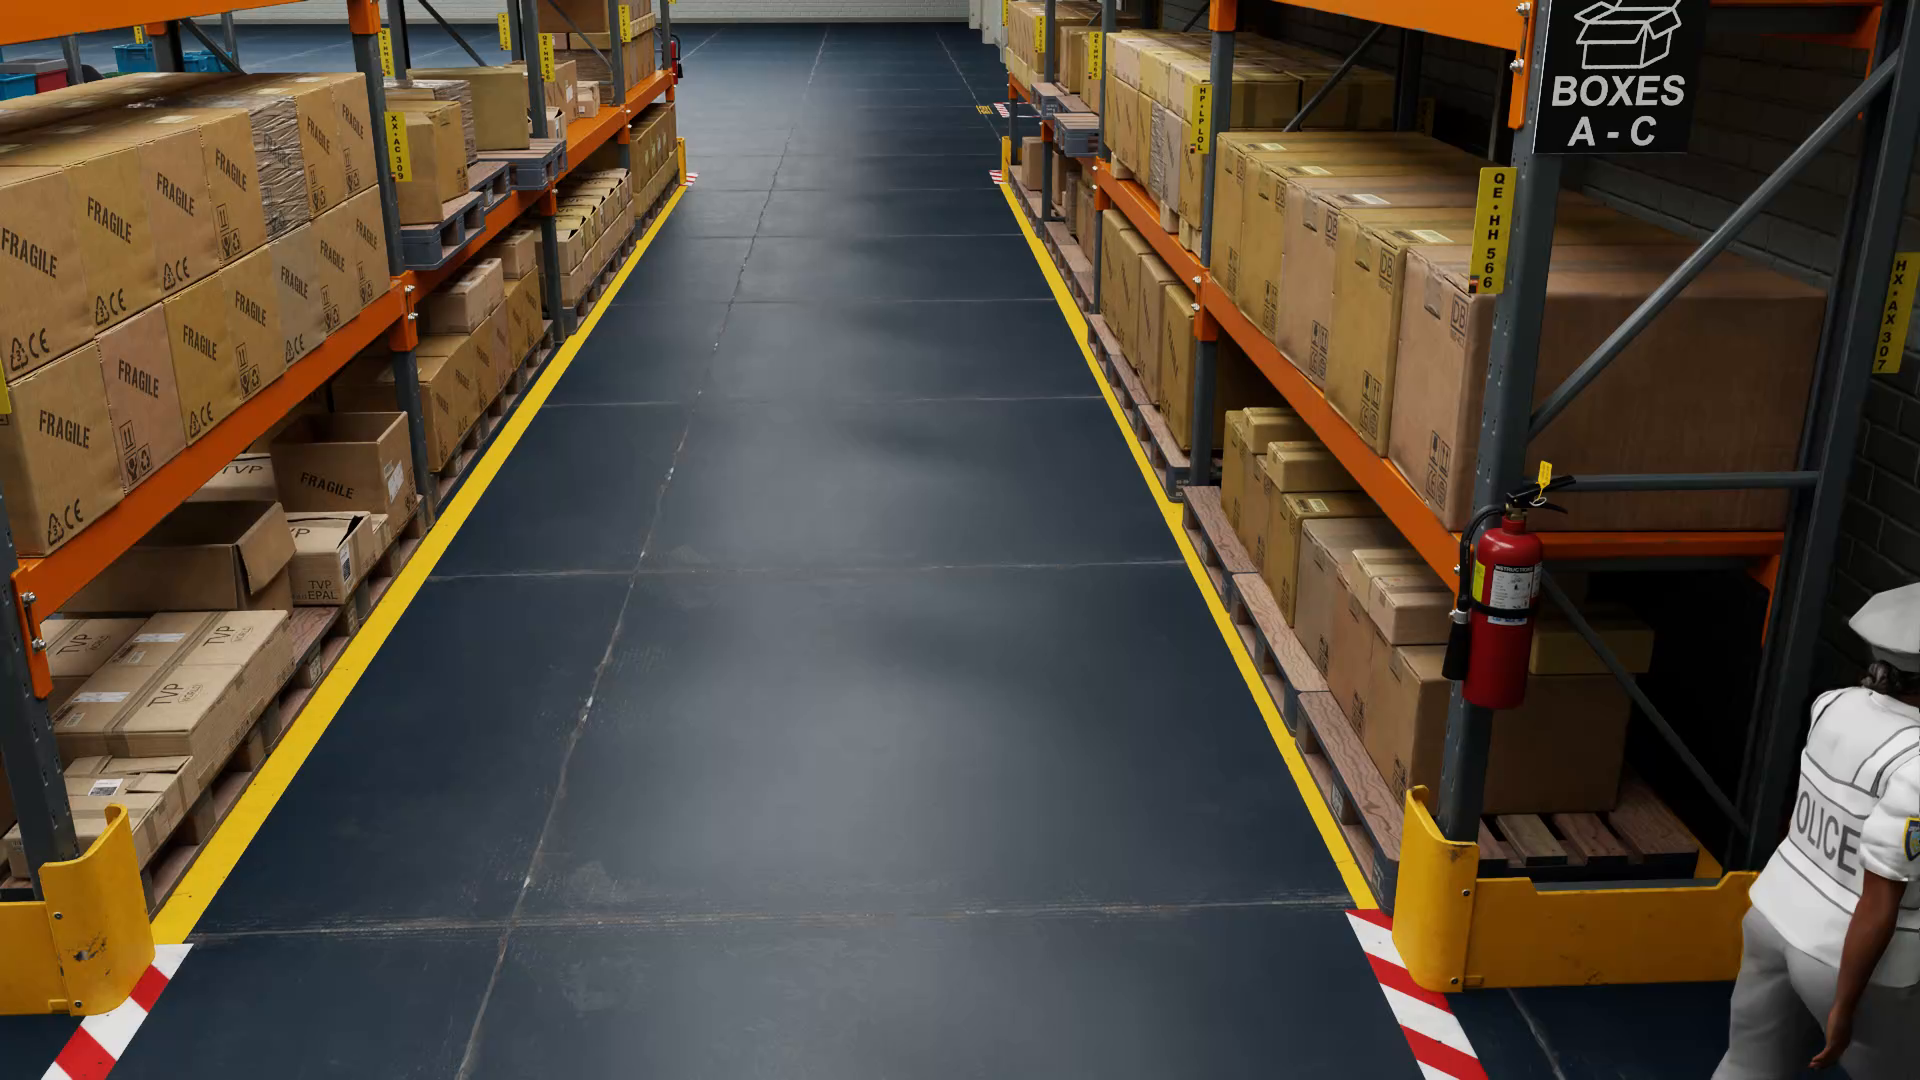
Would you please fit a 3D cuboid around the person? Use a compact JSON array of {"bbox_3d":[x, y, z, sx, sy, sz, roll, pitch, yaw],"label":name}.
[{"bbox_3d":[1.950,0.907,3.632,0.702,1.709,0.525,-2,21,-6],"label":"person"}]
